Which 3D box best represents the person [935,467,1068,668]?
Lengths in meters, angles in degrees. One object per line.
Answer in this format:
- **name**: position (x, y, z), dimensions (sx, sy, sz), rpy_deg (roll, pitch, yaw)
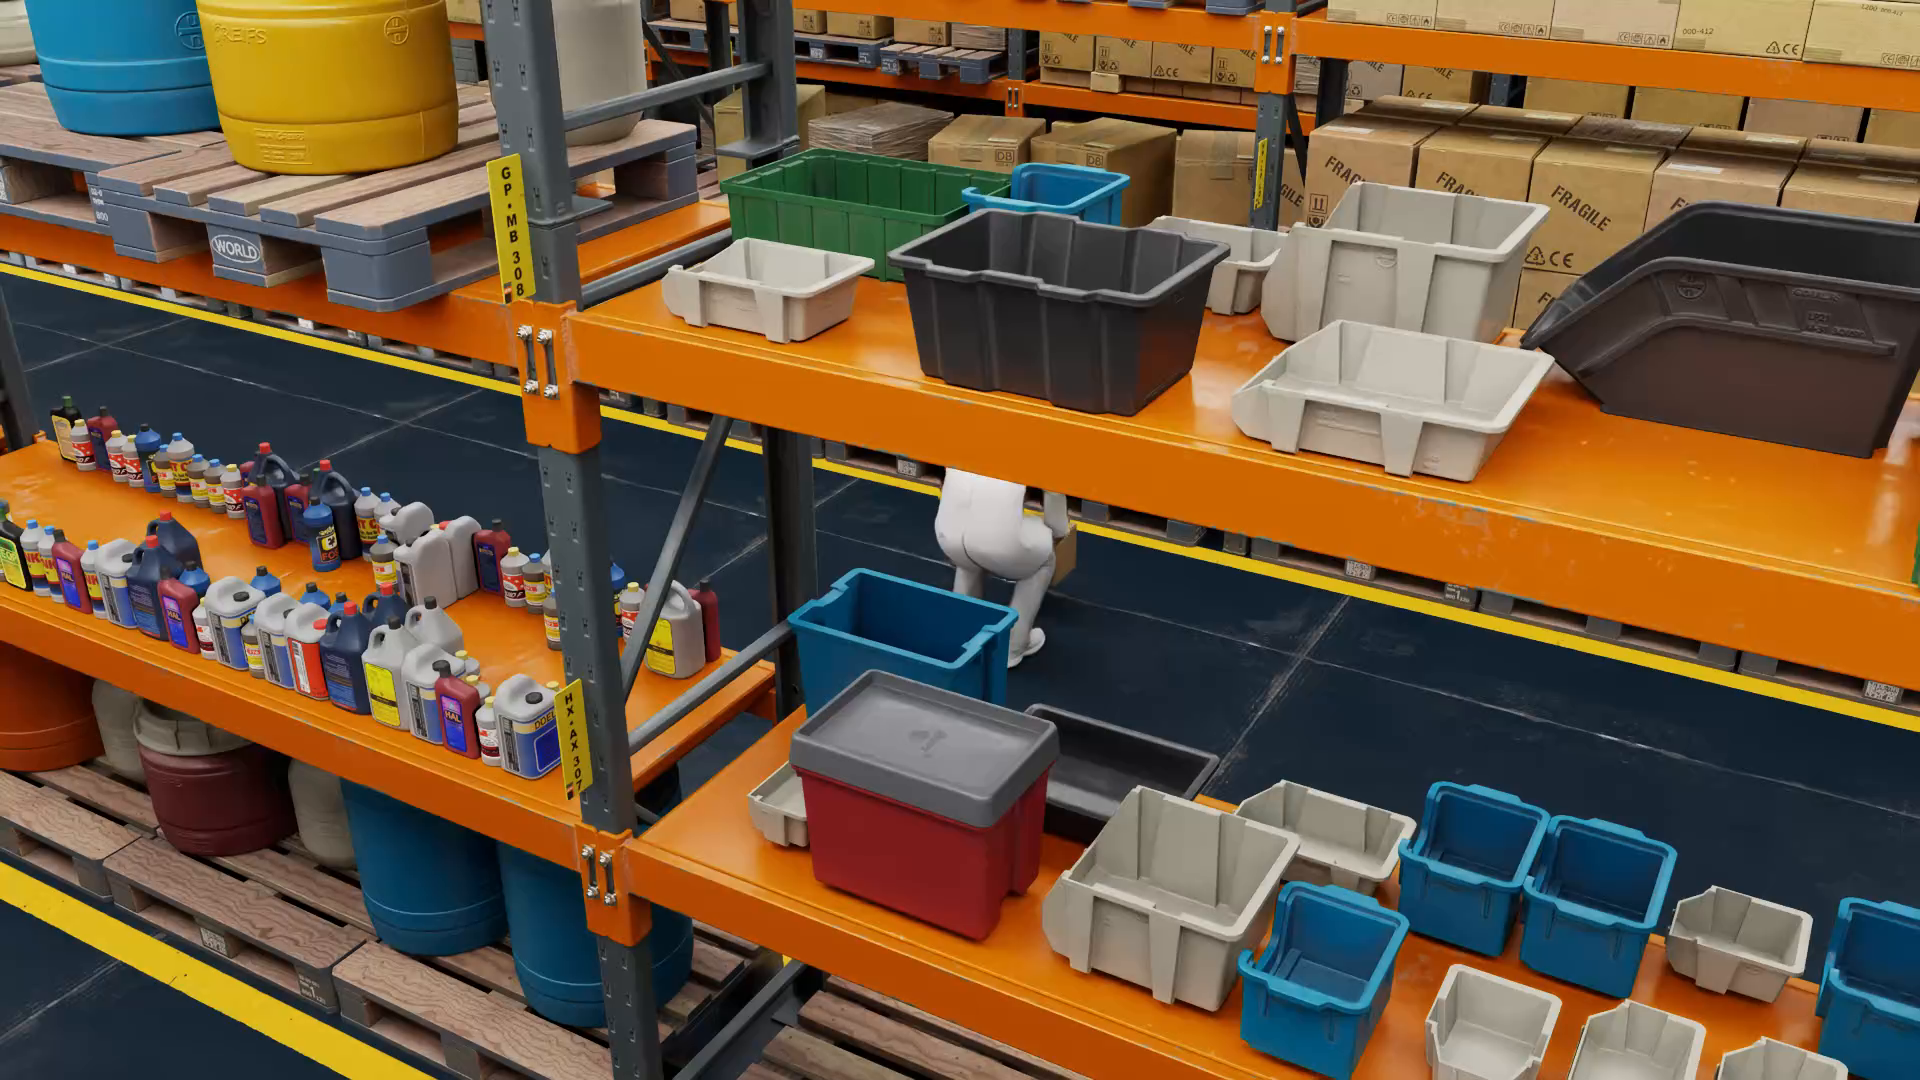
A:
- **person**: position (0.158, -0.099, 7.818), dimensions (0.631, 1.352, 0.750), rpy_deg (14, 29, 26)
